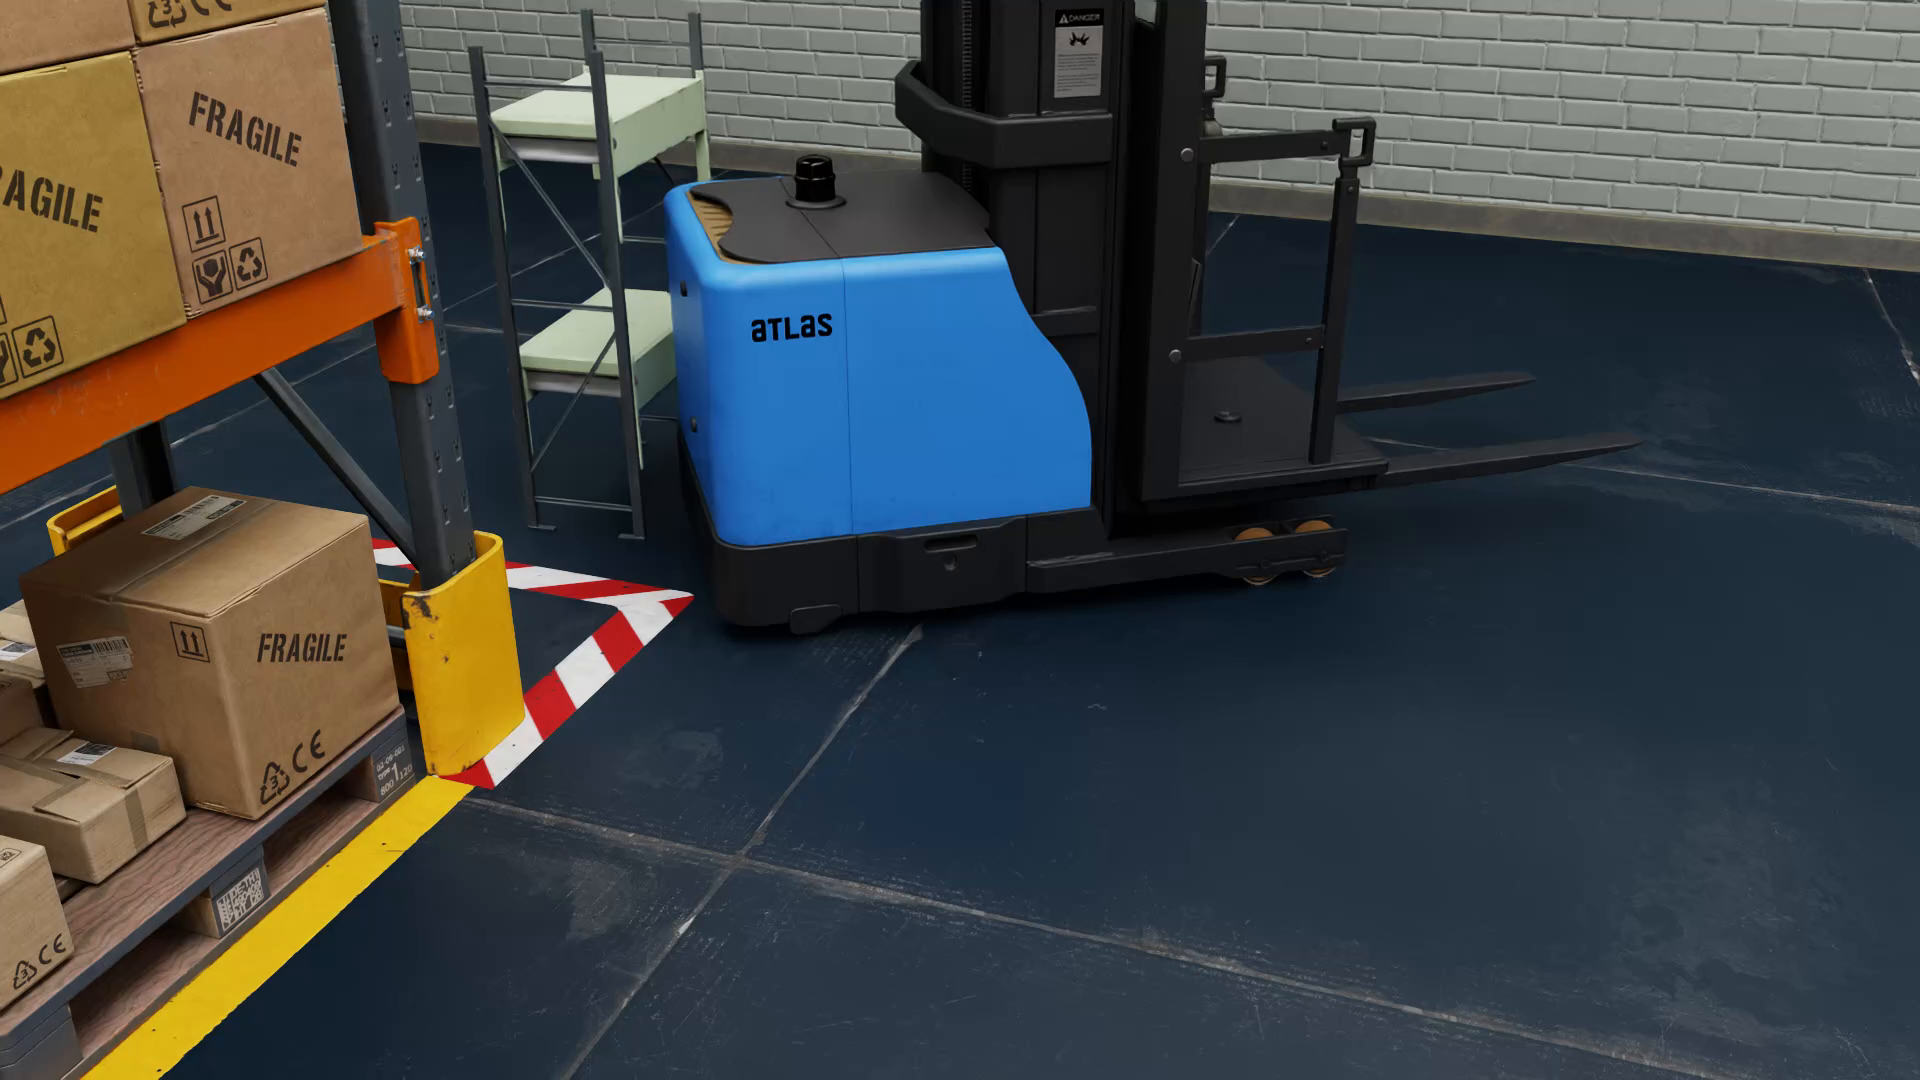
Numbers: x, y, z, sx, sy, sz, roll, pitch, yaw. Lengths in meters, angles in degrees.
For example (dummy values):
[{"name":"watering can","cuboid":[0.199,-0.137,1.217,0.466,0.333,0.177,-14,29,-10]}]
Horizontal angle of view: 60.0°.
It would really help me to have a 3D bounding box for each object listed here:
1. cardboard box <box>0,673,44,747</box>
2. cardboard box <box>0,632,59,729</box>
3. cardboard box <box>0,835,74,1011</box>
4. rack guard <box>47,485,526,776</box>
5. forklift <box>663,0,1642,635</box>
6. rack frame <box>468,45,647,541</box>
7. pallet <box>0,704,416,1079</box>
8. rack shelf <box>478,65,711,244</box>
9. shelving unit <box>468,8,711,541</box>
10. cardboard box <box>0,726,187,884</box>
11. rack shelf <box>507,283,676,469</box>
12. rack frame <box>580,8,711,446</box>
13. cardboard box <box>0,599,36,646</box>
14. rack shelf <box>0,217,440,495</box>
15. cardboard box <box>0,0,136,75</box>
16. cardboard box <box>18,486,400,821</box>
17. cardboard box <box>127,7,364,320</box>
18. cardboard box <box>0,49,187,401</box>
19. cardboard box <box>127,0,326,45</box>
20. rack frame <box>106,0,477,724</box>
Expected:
[{"name":"cardboard box","cuboid":[-2.305,0.475,3.477,0.500,0.250,0.500,9,27,17]},{"name":"cardboard box","cuboid":[-2.236,0.350,3.832,0.380,0.166,0.250,9,27,17]},{"name":"cardboard box","cuboid":[-1.983,0.732,2.946,0.500,0.250,0.500,9,27,17]},{"name":"rack guard","cuboid":[-1.715,0.204,4.255,1.175,0.500,0.348,9,27,17]},{"name":"forklift","cuboid":[0.670,-1.401,4.780,3.031,2.935,1.130,-7,27,-14]},{"name":"rack frame","cuboid":[-1.186,-0.695,4.965,0.400,1.500,0.023,6,26,12]},{"name":"pallet","cuboid":[-1.979,0.662,3.641,1.003,0.211,1.213,9,27,17]},{"name":"rack shelf","cuboid":[-1.101,-1.202,5.116,0.431,0.370,0.720,6,26,12]},{"name":"shelving unit","cuboid":[-1.101,-0.851,5.286,0.431,1.500,0.755,6,26,12]},{"name":"cardboard box","cuboid":[-1.858,0.537,3.444,0.380,0.166,0.250,9,27,17]},{"name":"rack shelf","cuboid":[-1.101,-0.557,5.428,0.431,0.370,0.720,6,26,12]},{"name":"rack frame","cuboid":[-1.017,-1.006,5.606,0.400,1.500,0.023,6,26,12]},{"name":"cardboard box","cuboid":[-2.153,0.255,4.048,0.380,0.149,0.250,9,27,17]},{"name":"rack shelf","cuboid":[-2.355,0.193,2.234,1.077,0.370,4.000,9,27,17]},{"name":"cardboard box","cuboid":[-1.746,-1.017,2.646,0.500,0.500,0.500,10,27,19]},{"name":"cardboard box","cuboid":[-1.638,0.234,3.688,0.500,0.500,0.500,9,27,17]},{"name":"cardboard box","cuboid":[-1.582,-0.774,3.291,0.500,0.500,0.500,10,27,19]},{"name":"cardboard box","cuboid":[-1.751,-0.560,2.850,0.500,0.500,0.500,9,27,18]},{"name":"cardboard box","cuboid":[-1.579,-1.225,3.075,0.500,0.500,0.500,9,27,17]},{"name":"rack frame","cuboid":[-1.690,-0.952,3.775,1.000,3.000,0.127,9,27,17]}]
